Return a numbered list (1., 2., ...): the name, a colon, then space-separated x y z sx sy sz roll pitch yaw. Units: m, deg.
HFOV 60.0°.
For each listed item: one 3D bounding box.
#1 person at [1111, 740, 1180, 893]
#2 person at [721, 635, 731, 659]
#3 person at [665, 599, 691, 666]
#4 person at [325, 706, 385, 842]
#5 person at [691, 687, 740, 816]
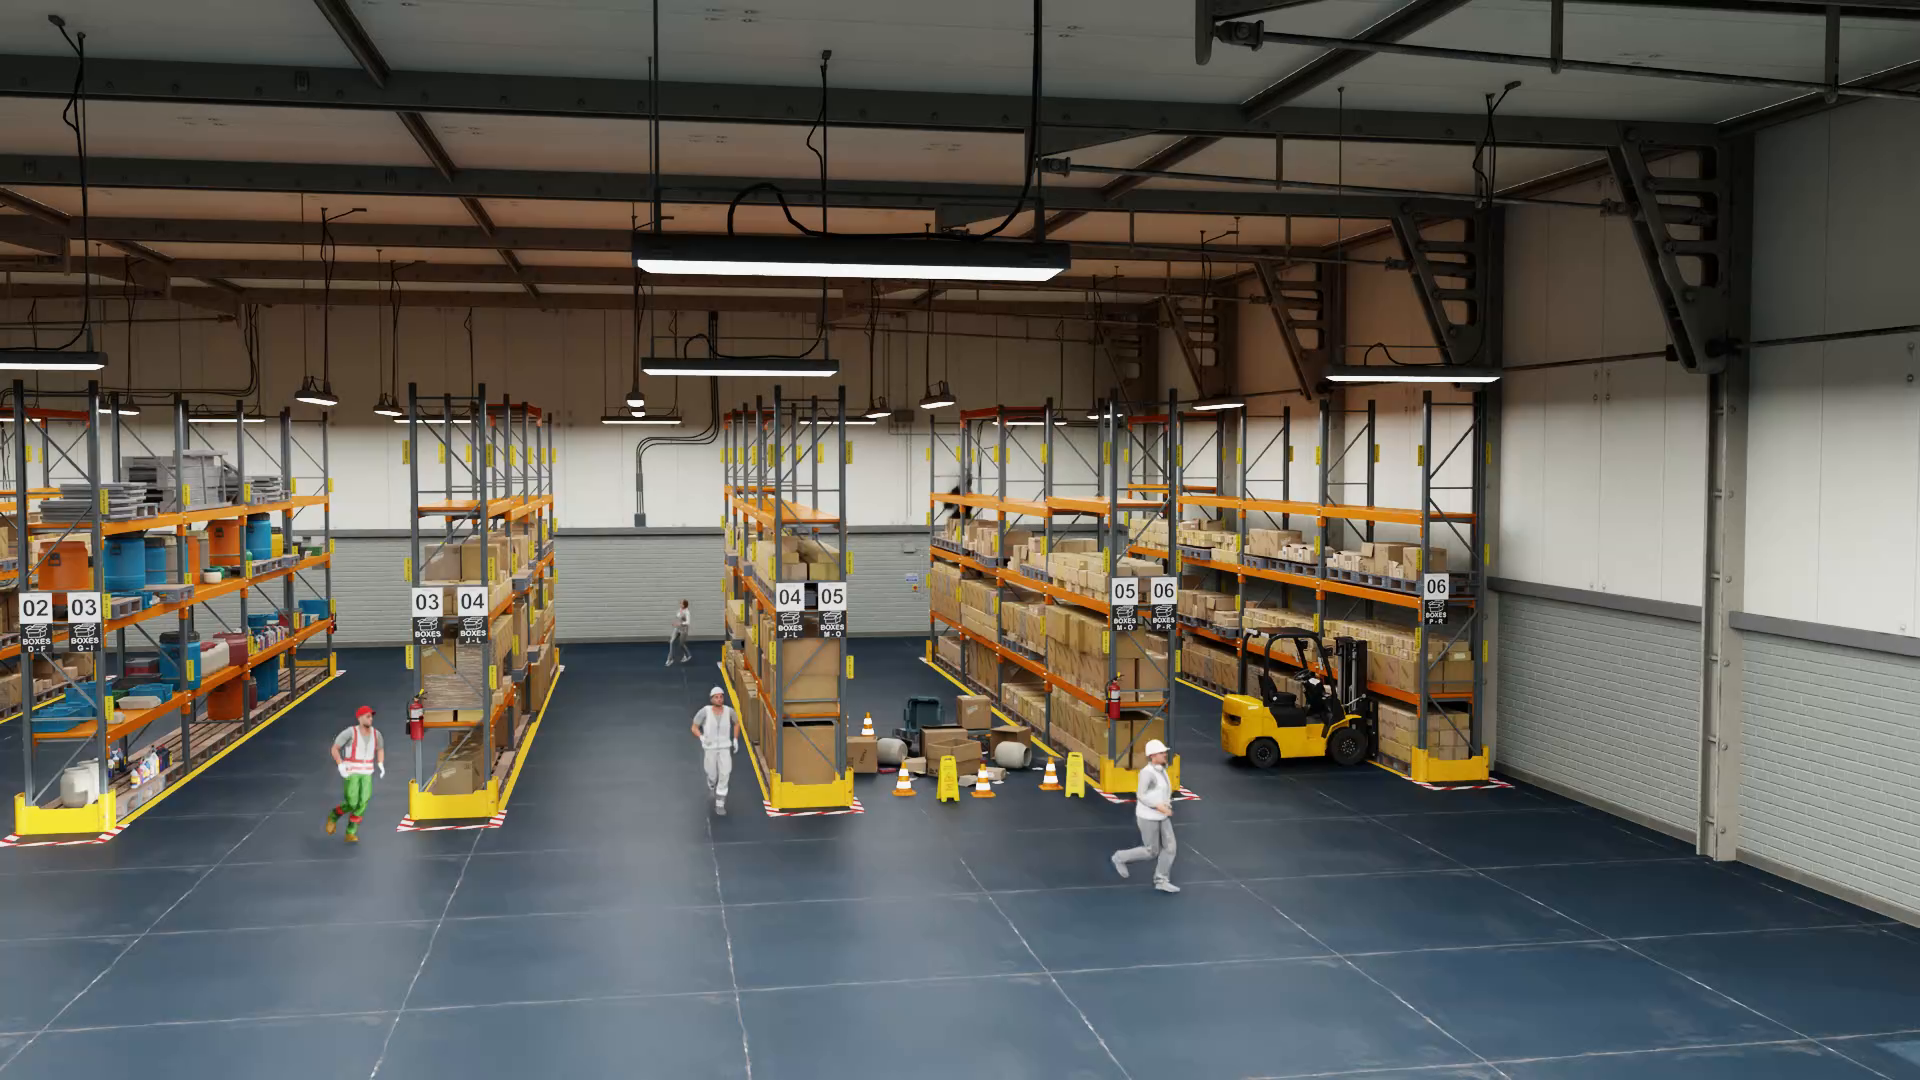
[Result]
1. person: 2.172 3.163 19.163 0.802 1.743 0.652 2 3 30
2. person: -5.429 2.099 40.625 0.773 1.711 0.748 -1 3 -17
3. person: -6.639 2.194 39.594 0.555 1.582 0.818 2 4 37
4. person: -7.866 3.038 21.749 0.627 1.731 0.728 2 4 40
5. person: -3.427 2.947 23.430 0.697 1.772 0.759 -1 3 -16
